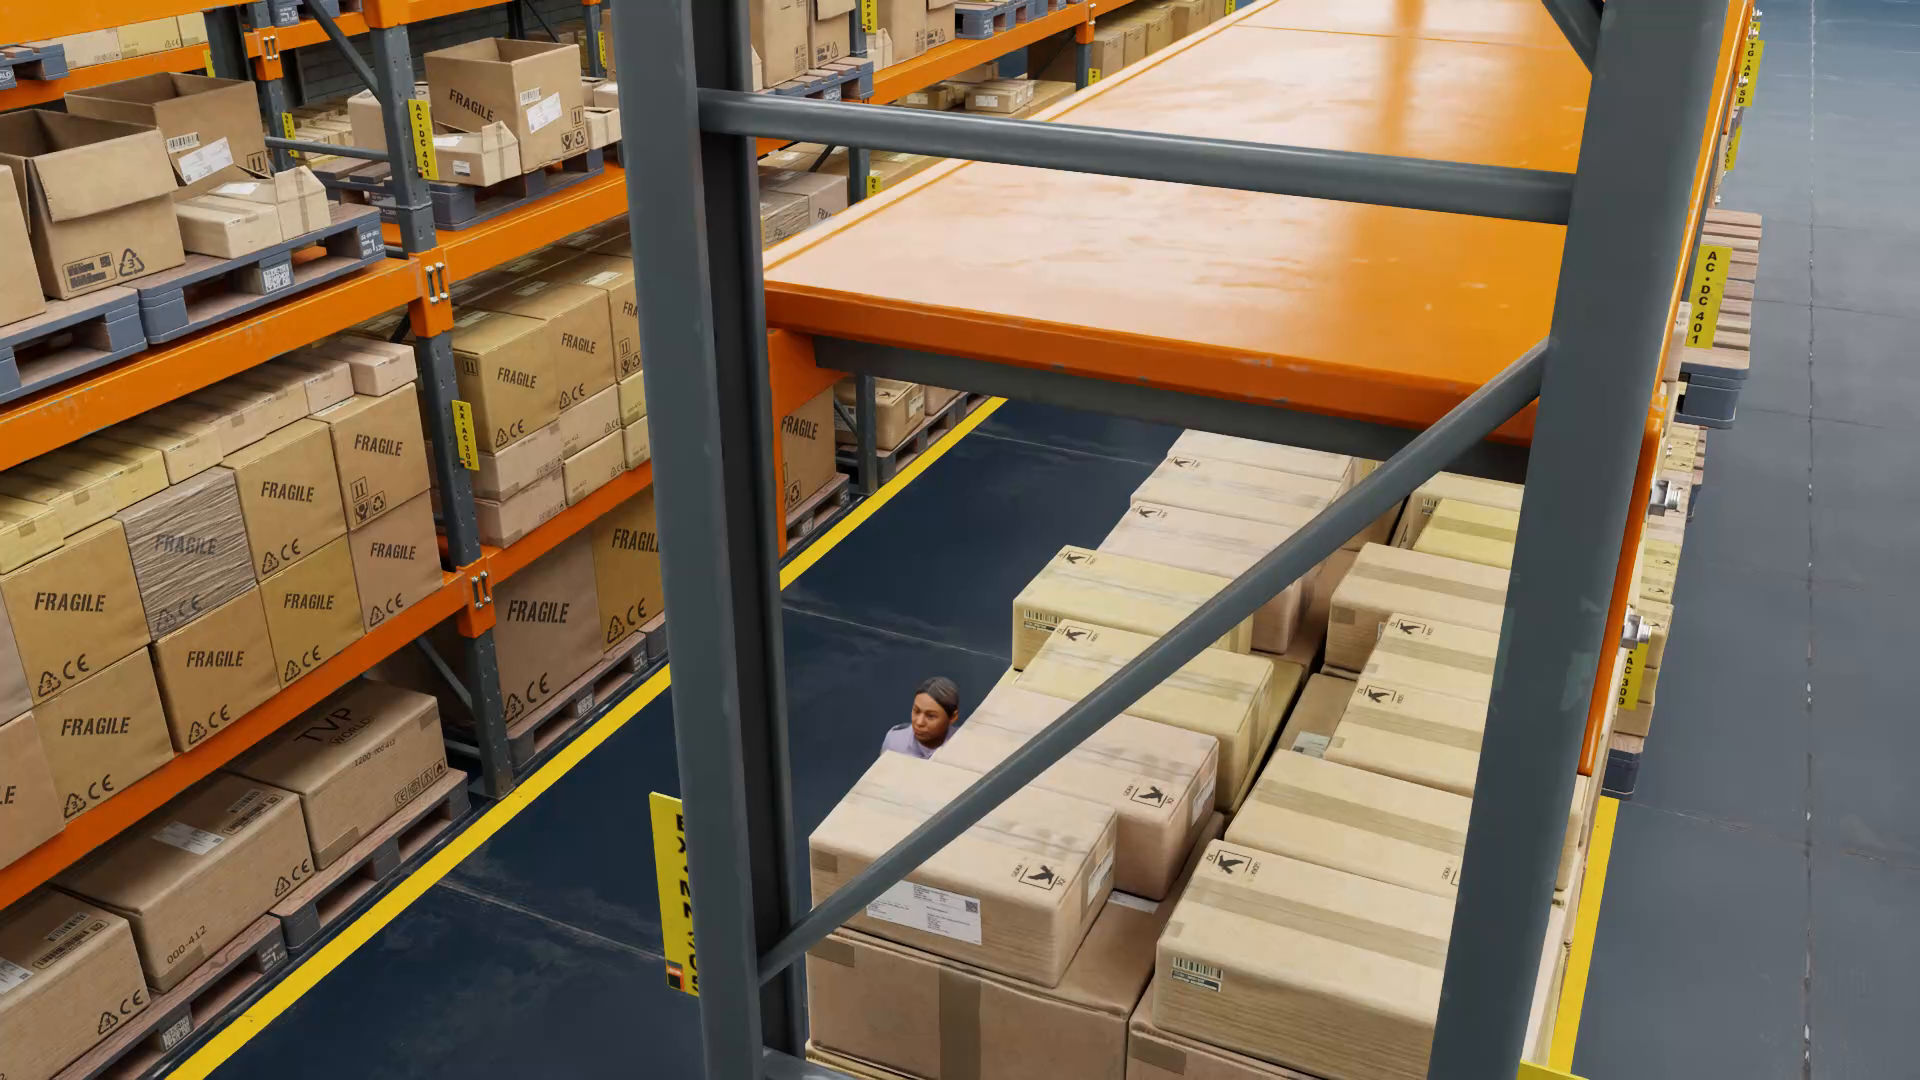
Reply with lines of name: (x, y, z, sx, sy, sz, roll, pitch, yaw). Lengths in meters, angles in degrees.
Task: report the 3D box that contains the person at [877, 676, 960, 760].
person: (-0.111, 1.237, 6.612, 0.473, 1.615, 0.800, 11, 29, 22)
